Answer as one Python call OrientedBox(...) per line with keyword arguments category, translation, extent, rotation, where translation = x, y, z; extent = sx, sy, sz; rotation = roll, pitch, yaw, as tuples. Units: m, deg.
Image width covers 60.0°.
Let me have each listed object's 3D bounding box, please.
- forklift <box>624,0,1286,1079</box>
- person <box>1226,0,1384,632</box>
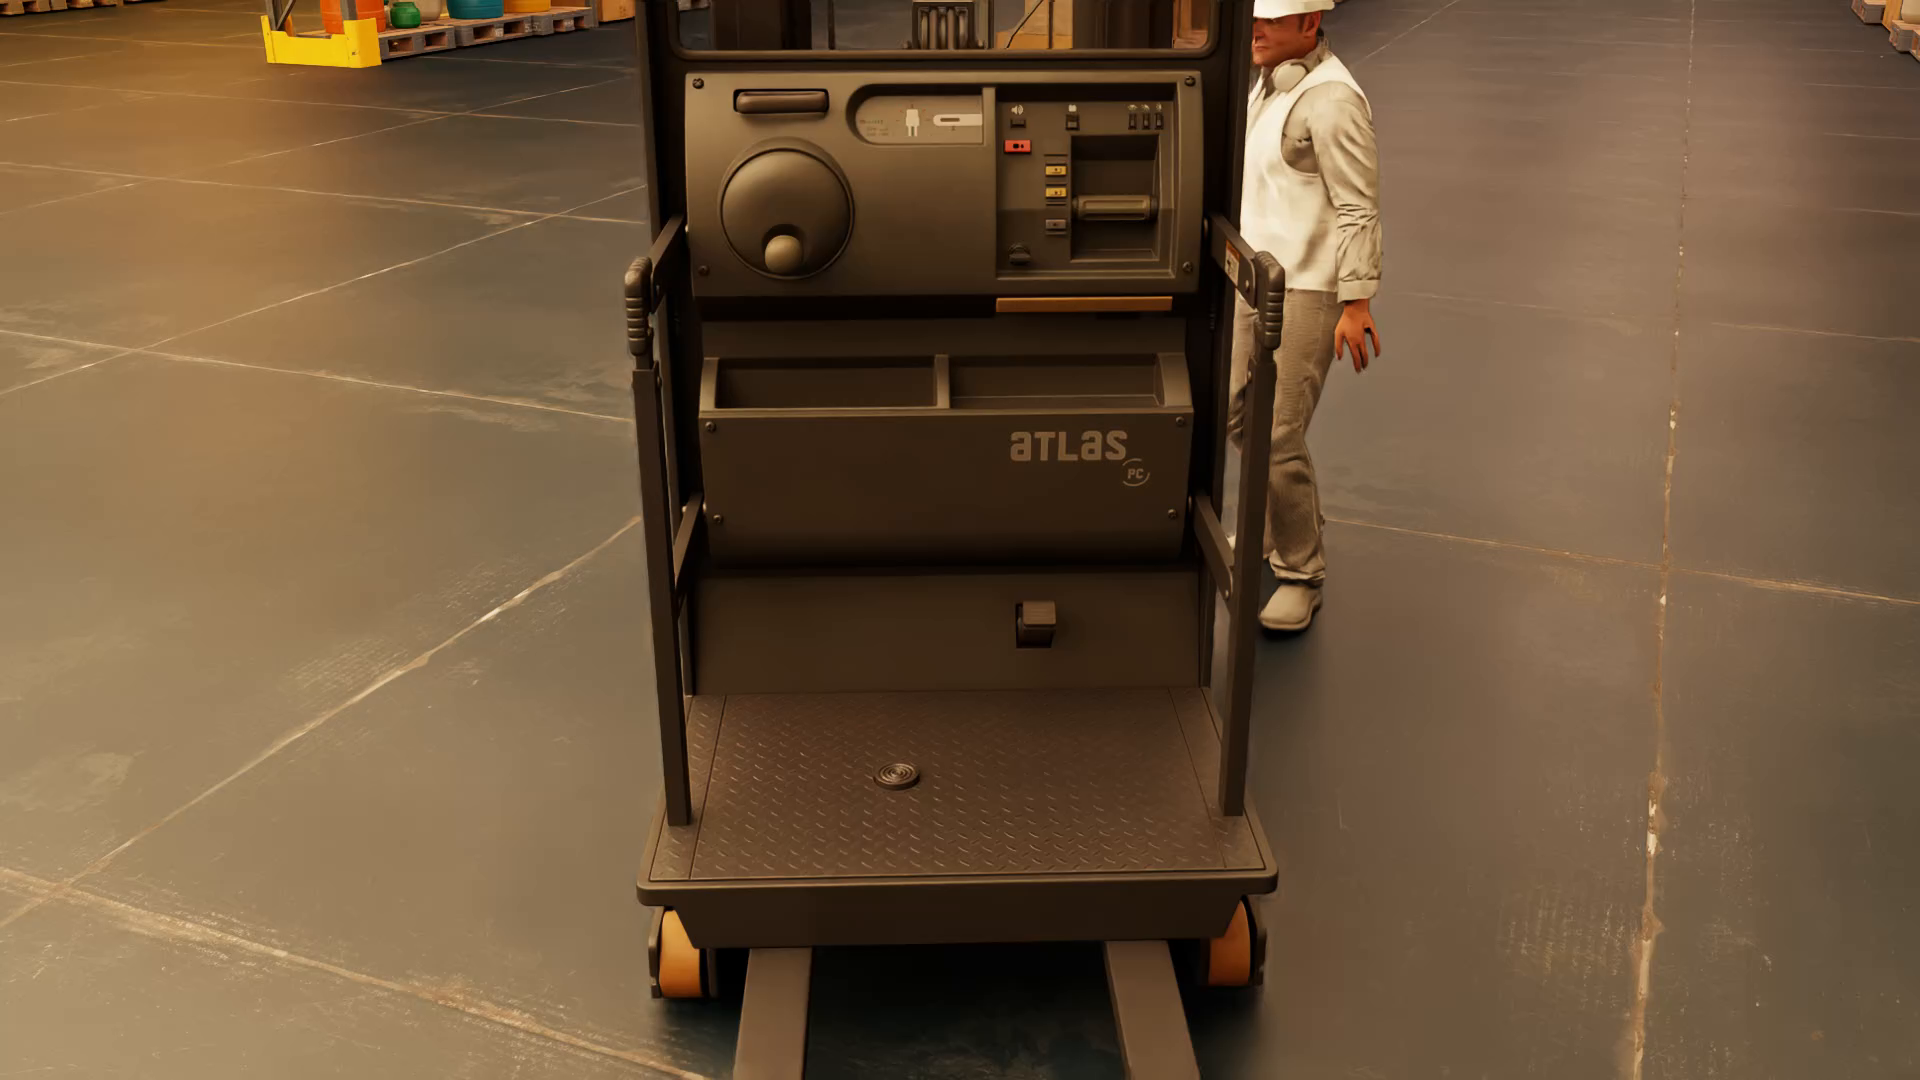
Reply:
OrientedBox(category="forklift", translation=(-0.017, -0.631, 2.803), extent=(1.130, 2.935, 3.031), rotation=(-1, 23, -2))
OrientedBox(category="person", translation=(0.887, -0.698, 4.525), extent=(0.459, 1.745, 0.853), rotation=(-4, 23, -10))
